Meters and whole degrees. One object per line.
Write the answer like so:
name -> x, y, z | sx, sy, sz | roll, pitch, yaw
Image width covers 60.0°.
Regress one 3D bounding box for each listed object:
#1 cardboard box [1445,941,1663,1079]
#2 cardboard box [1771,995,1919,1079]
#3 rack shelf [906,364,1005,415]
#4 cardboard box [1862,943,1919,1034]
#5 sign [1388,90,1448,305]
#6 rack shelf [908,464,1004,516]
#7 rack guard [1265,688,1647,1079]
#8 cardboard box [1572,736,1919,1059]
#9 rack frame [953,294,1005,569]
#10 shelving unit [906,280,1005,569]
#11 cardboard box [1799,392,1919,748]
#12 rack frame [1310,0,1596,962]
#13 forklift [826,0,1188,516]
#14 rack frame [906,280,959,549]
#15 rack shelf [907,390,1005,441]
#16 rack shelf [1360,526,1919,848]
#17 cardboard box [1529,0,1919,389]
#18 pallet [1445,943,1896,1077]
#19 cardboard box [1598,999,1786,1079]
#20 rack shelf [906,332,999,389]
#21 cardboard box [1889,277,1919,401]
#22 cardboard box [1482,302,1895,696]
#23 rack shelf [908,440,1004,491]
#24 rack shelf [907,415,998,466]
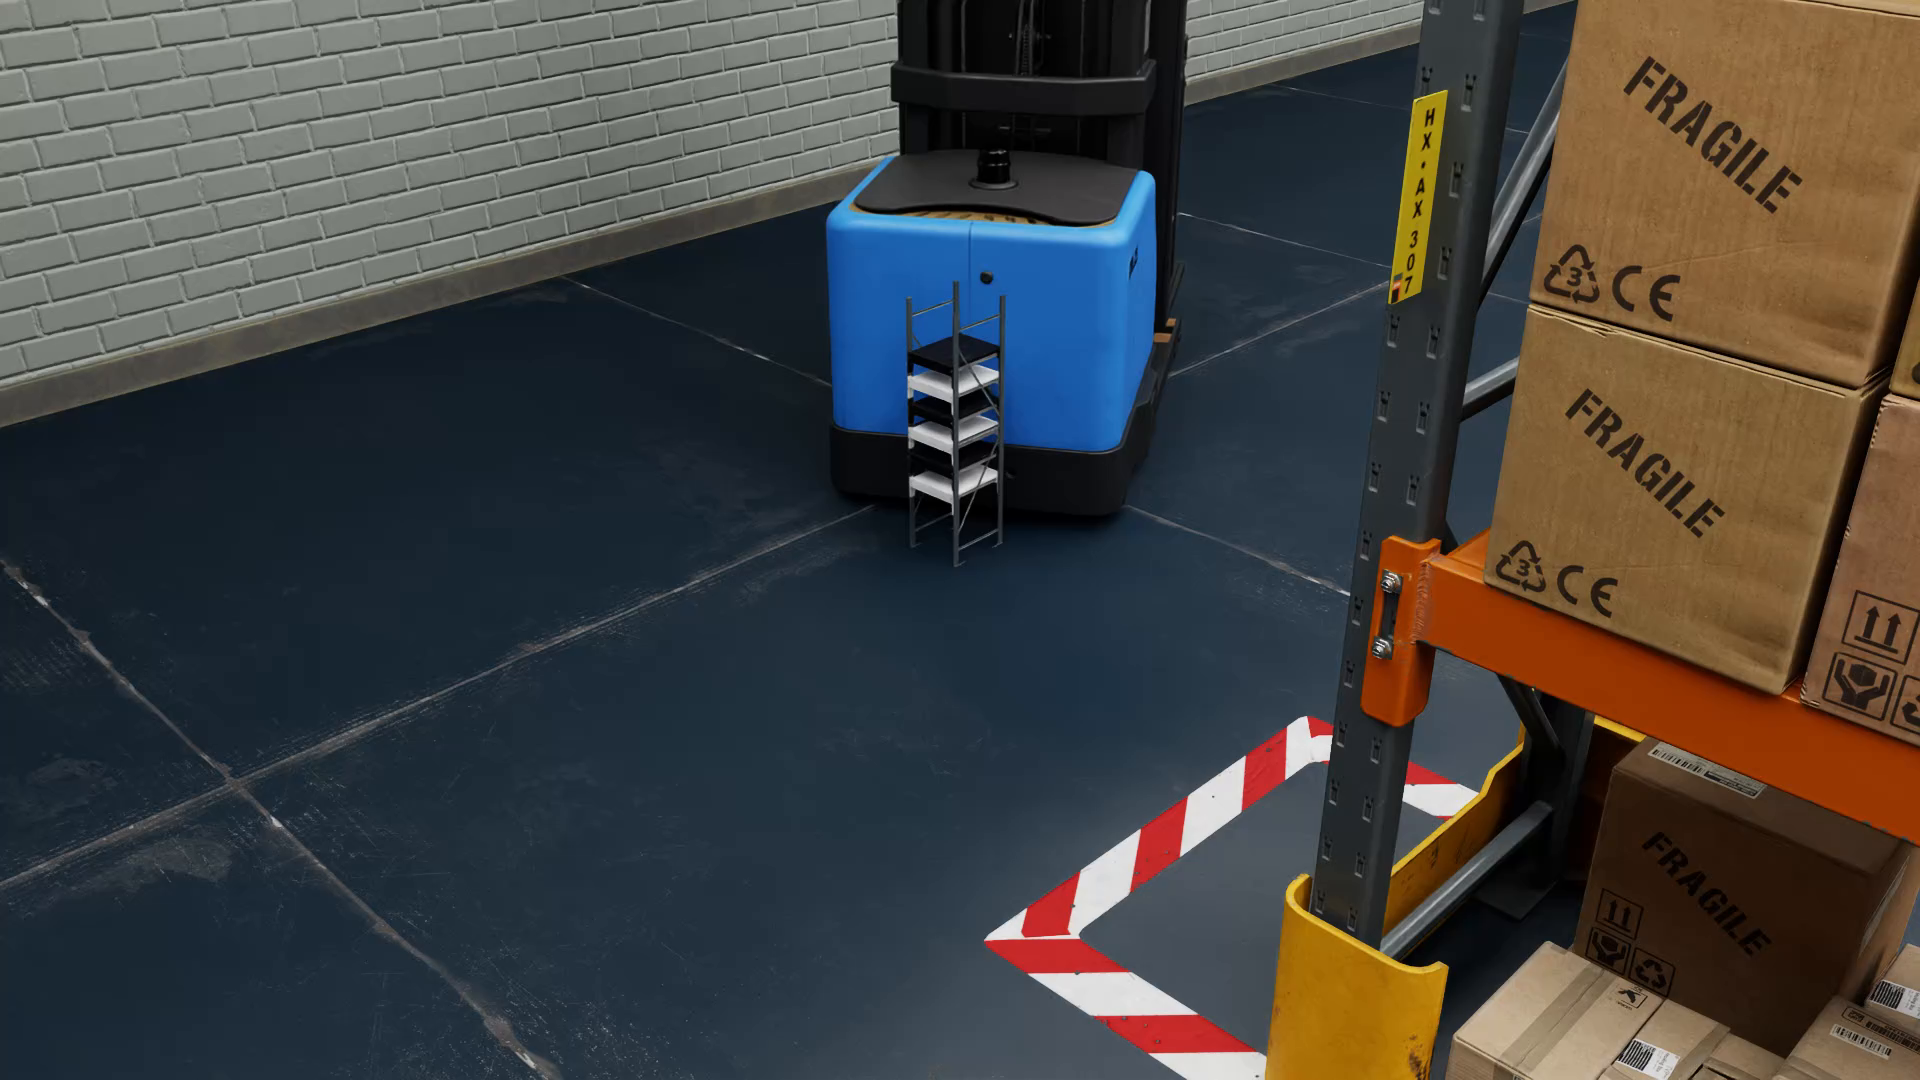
cardboard box -> 1.159, 0.985, 3.245 | 0.250, 0.149, 0.380 | 25, 36, 38
cardboard box -> 1.647, 1.124, 2.872 | 0.500, 0.250, 0.500 | 25, 36, 38
rack shelf -> -0.013, -0.506, 5.431 | 0.200, 0.077, 0.258 | 23, 36, 37
cardboard box -> 1.888, 0.984, 3.228 | 0.250, 0.166, 0.380 | 25, 36, 38
sign -> 0.722, -0.536, 2.617 | 0.005, 0.325, 0.100 | 25, 36, 38
rack shelf -> -0.013, -0.188, 5.598 | 0.200, 0.077, 0.258 | 23, 36, 37
rack guard -> 1.156, 0.798, 3.695 | 0.348, 0.500, 1.175 | 25, 36, 38
cardboard box -> 1.662, 0.674, 3.458 | 0.500, 0.500, 0.500 | 25, 36, 38
rack frame -> 0.061, -0.344, 5.438 | 0.006, 0.900, 0.240 | 23, 36, 37
shelving unit -> -0.013, -0.377, 5.499 | 0.210, 0.900, 0.258 | 23, 36, 37
cardboard box -> 1.605, 0.021, 2.379 | 0.500, 0.500, 0.500 | 24, 36, 38
rack frame -> 1.102, -0.333, 3.161 | 0.127, 3.000, 1.000 | 25, 36, 38
forklift -> 0.357, -2.046, 6.491 | 1.130, 2.935, 3.031 | 6, 28, 11
rack frame -> -0.088, -0.409, 5.561 | 0.006, 0.900, 0.240 | 23, 36, 37
rack shelf -> -0.013, -0.427, 5.473 | 0.200, 0.077, 0.258 | 23, 36, 37
rack shelf -> 2.528, 0.638, 2.087 | 4.000, 0.370, 1.077 | 25, 36, 38
cardboard box -> 1.233, -0.588, 2.463 | 0.500, 0.500, 0.500 | -24, 36, -38
pallet -> 1.725, 1.186, 3.269 | 1.213, 0.211, 1.003 | 25, 36, 38
cardboard box -> 1.338, 1.058, 3.086 | 0.250, 0.166, 0.380 | 25, 36, 38
rack shelf -> -0.013, -0.586, 5.389 | 0.200, 0.077, 0.258 | 23, 36, 37
cardboard box -> 1.611, -0.420, 2.143 | 0.500, 0.500, 0.500 | -25, 37, -39
cardboard box -> 1.233, -0.145, 2.696 | 0.500, 0.500, 0.500 | -24, 36, -38
rack shelf -> -0.013, -0.267, 5.557 | 0.200, 0.077, 0.258 | 23, 36, 37
rack shelf -> -0.013, -0.347, 5.515 | 0.200, 0.077, 0.258 | 23, 36, 37
